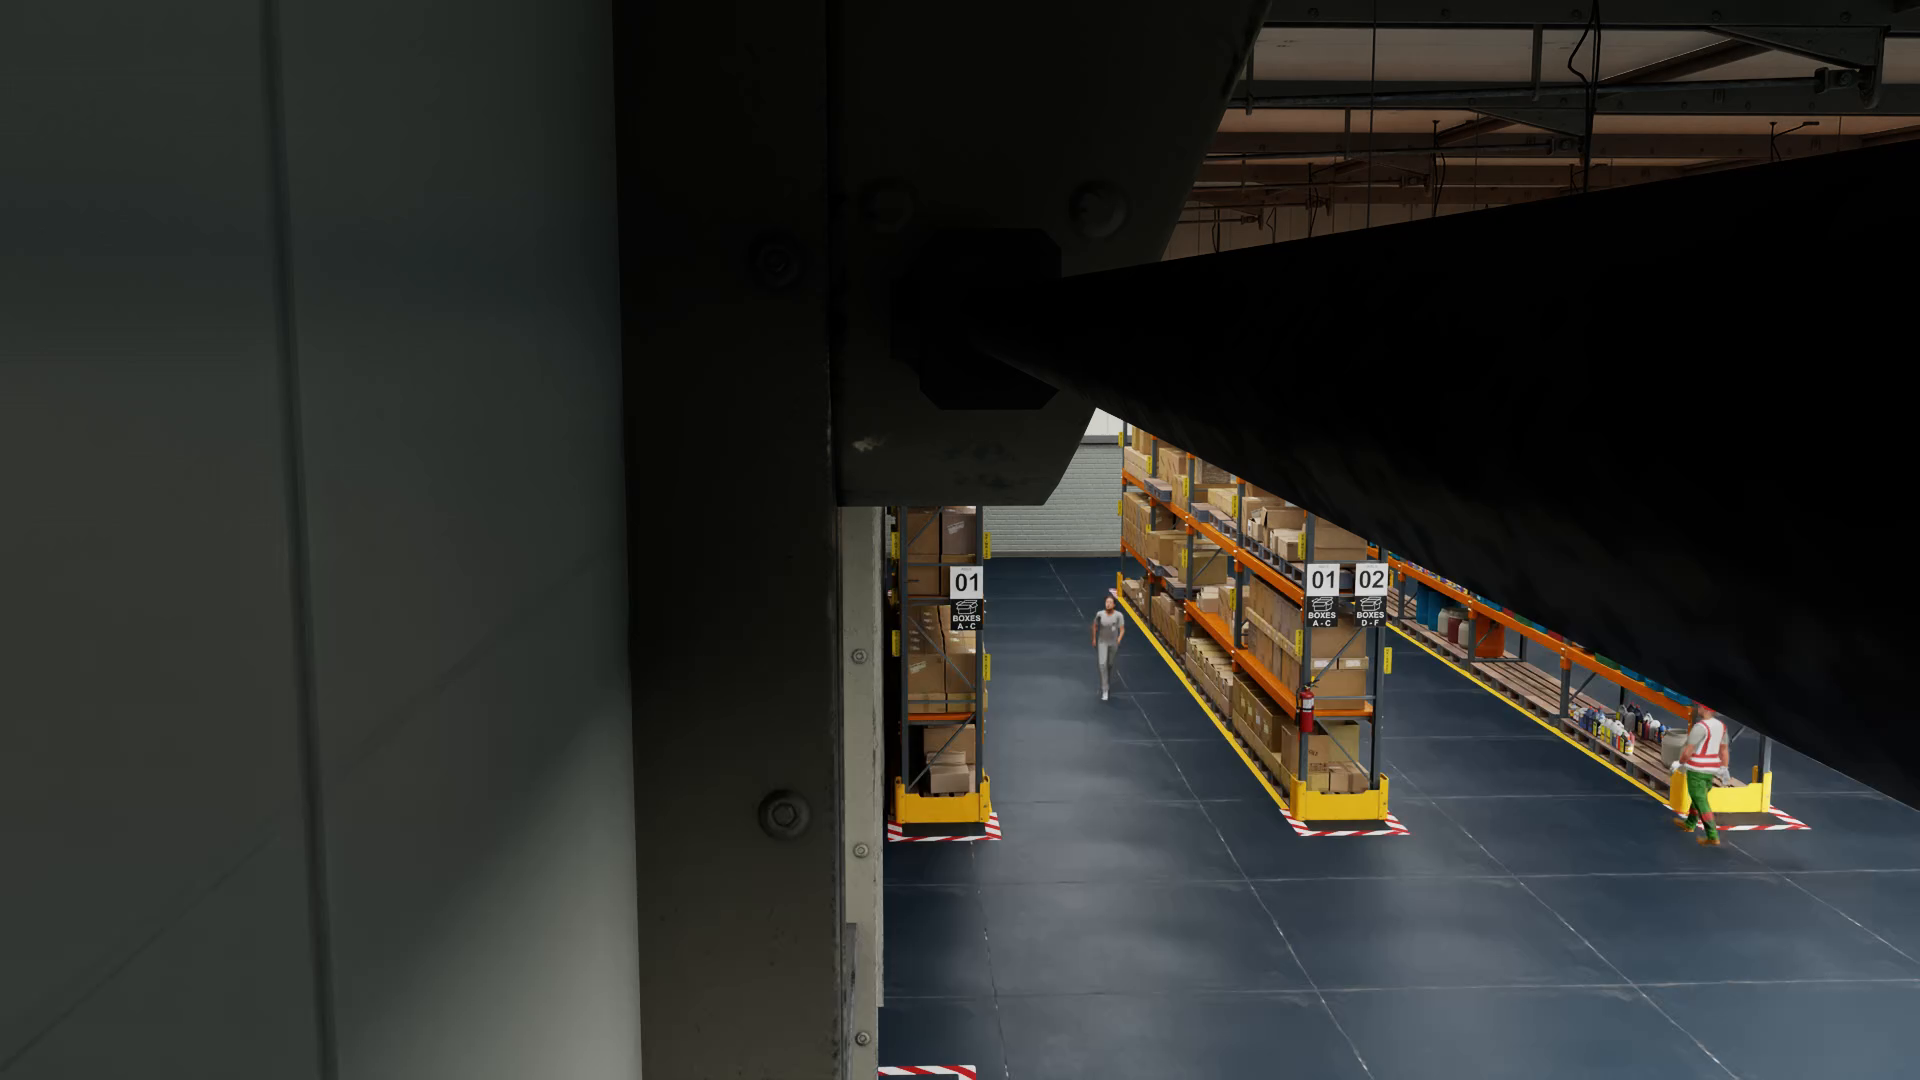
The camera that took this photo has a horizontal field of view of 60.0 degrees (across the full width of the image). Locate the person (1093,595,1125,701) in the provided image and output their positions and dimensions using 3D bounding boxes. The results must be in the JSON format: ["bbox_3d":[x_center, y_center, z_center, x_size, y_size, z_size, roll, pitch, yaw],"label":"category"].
[{"bbox_3d":[2.439,1.720,27.202,0.498,1.649,0.982,0,8,-3],"label":"person"}]

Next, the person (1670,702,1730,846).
[{"bbox_3d":[8.797,2.711,19.720,0.620,1.758,1.045,-1,8,-10],"label":"person"}]
